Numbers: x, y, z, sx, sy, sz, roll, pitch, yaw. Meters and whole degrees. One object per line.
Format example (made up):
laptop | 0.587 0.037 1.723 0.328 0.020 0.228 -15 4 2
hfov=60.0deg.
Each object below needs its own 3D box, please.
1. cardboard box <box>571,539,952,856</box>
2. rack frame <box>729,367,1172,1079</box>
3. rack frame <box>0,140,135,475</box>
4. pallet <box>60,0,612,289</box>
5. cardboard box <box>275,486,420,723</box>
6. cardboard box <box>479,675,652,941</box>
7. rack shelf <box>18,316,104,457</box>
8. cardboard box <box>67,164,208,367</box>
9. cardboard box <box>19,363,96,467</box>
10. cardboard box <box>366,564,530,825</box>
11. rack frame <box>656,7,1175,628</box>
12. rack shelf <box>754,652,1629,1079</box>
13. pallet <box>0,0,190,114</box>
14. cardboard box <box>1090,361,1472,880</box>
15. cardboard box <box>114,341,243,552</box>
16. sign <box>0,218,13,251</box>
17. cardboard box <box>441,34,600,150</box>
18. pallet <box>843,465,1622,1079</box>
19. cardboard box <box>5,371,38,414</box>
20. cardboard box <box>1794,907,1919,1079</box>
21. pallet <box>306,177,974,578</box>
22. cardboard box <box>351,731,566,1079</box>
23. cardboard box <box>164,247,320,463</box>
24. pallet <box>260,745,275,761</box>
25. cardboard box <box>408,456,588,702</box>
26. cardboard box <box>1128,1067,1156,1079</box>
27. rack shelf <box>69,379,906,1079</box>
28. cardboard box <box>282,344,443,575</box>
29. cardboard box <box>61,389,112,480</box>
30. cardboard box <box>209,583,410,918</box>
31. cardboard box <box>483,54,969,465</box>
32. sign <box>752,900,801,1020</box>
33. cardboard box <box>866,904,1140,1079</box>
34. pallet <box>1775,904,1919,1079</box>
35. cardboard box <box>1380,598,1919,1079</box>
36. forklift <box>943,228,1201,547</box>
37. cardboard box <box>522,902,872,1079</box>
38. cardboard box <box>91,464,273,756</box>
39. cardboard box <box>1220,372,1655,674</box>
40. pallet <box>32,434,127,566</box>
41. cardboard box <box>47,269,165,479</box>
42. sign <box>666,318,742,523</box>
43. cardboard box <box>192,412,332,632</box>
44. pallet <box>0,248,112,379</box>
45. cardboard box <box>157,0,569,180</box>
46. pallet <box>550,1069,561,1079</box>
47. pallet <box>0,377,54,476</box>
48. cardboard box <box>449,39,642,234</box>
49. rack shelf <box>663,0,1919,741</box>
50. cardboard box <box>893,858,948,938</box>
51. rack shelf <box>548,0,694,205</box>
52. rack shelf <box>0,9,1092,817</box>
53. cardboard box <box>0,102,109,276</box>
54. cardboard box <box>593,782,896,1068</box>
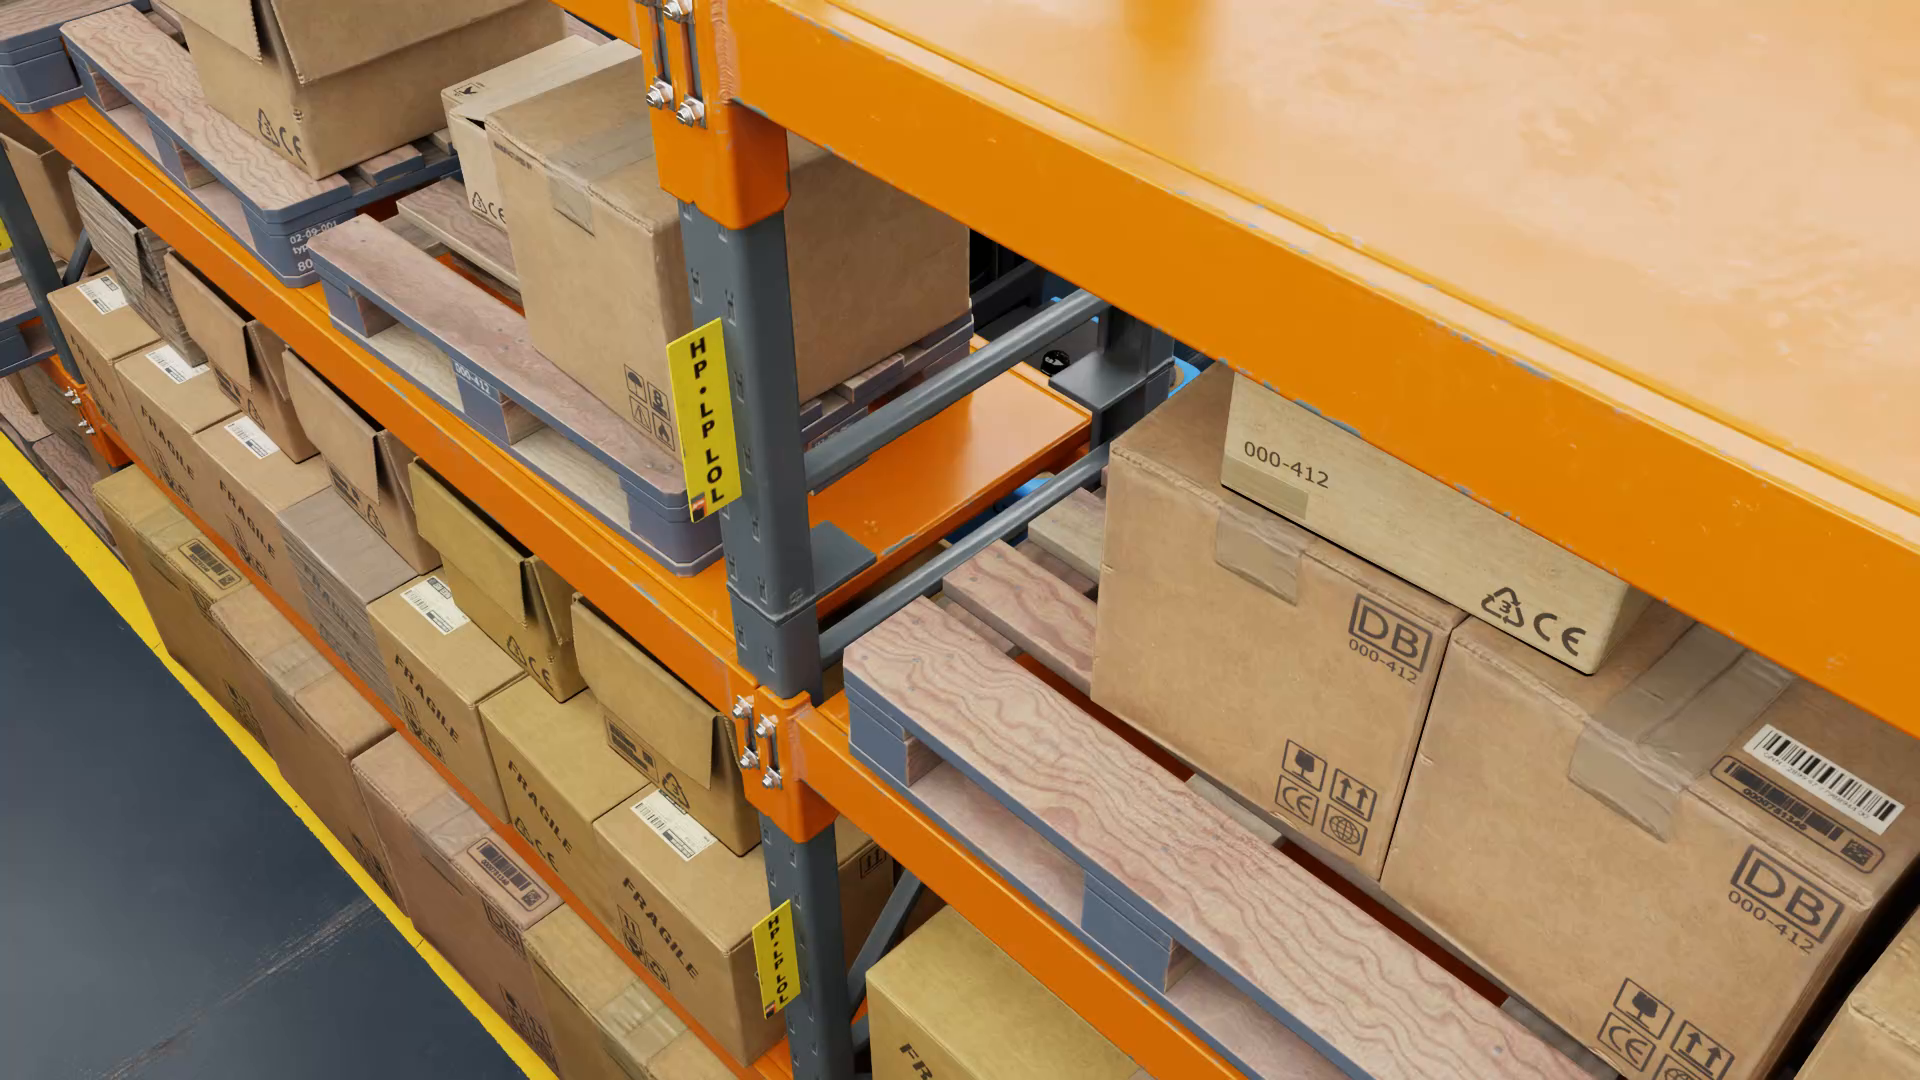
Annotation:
cardboard box | -0.443 0.266 3.939 0.637 0.503 0.797 33 52 30
rack frame | 0.014 0.974 3.986 1.000 3.000 0.127 -34 53 -31
rack frame | -2.811 -0.948 6.066 1.000 3.000 0.127 -34 53 -31
pallet | -1.527 -1.160 4.224 1.003 0.211 1.213 -32 51 -30
cardboard box | -1.579 0.112 4.845 0.500 0.500 0.500 -34 52 -31
cardboard box | -0.855 0.602 4.314 0.500 0.500 0.500 -32 52 -30
rack shelf | -4.224 -1.645 7.350 1.077 0.370 4.000 -34 53 -31
cardboard box | -2.306 -0.994 5.303 0.797 0.503 0.637 -32 52 -30
cardboard box | -3.699 -0.764 7.385 0.500 0.500 0.700 30 50 28
cardboard box | -1.228 0.355 4.582 0.500 0.500 0.500 34 52 31
rack frame | 0.014 -1.229 1.950 1.000 3.000 0.127 -34 53 -31
rack shelf | 1.426 1.098 2.172 1.077 0.370 4.000 -34 53 -31
pallet | -2.319 -1.696 4.804 1.213 0.211 1.003 -32 51 -30
cardboard box | 0.609 -0.008 2.381 0.500 0.500 0.700 31 51 29
cardboard box | -2.295 -0.374 5.371 0.500 0.500 0.500 33 52 30
sign | -3.189 -1.079 5.413 0.100 0.325 0.005 -34 53 -31
cardboard box | -0.932 -0.977 3.762 0.250 0.149 0.380 32 52 30
pallet | 0.584 0.303 2.567 1.003 0.211 1.213 -34 53 -31
cardboard box | -4.104 -1.033 7.676 0.700 0.500 0.500 -30 50 -28
cardboard box | 1.254 0.572 1.754 0.700 0.500 0.500 -32 51 -30
pallet | -0.669 -0.474 3.484 1.217 0.209 0.805 32 52 30
cardboard box | -1.084 0.873 5.351 0.875 0.875 1.225 32 52 30
cardboard box | -1.848 -0.680 4.962 0.797 0.503 0.637 -33 52 -30
pallet | -2.308 0.491 6.563 1.003 0.211 1.213 -34 53 -31
cardboard box | -0.920 -0.069 4.302 0.797 0.503 0.637 -33 52 -31
cardboard box | 0.513 1.238 3.039 0.500 0.500 0.500 -34 53 -31
rack shelf | -1.399 0.277 5.270 1.077 0.370 4.000 -34 53 -31
cardboard box | -1.370 -0.360 4.617 0.797 0.503 0.637 -32 52 -30
cardboard box | -3.298 -0.504 7.103 0.500 0.500 0.700 31 51 29
cardboard box | -1.714 0.452 5.807 1.225 0.875 0.875 -34 52 -31
cardboard box | -0.403 -0.592 3.088 0.700 0.500 0.500 -33 52 -30
sign | -0.364 0.843 3.333 0.100 0.325 0.005 -34 53 -31
cardboard box | 0.171 0.997 3.299 0.500 0.500 0.500 -34 53 -31
pallet | 1.441 0.889 1.933 1.003 0.211 1.213 -34 53 -31
cardboard box | 0.986 0.253 2.099 0.700 0.500 0.500 -31 51 -29
forklift | -0.464 -1.366 6.569 3.031 2.935 1.130 32 51 30
cardboard box | -0.452 1.302 4.887 1.225 0.875 0.875 -34 52 -31
cardboard box | -2.339 0.020 6.275 0.875 0.875 1.225 32 51 30
cardboard box | 0.673 -0.176 2.010 0.500 0.250 0.500 31 51 29
pallet | -3.362 -0.300 7.419 1.003 0.211 1.213 -34 53 -31
cardboard box | -2.661 -0.621 5.638 0.500 0.500 0.500 -33 52 -30
sign | -0.364 -0.168 2.399 0.100 0.325 0.005 -34 53 -31
cardboard box | -1.930 -0.129 5.106 0.500 0.500 0.500 33 52 31
pallet | -3.390 -1.169 6.446 1.213 0.211 1.003 -34 53 -31
cardboard box | -1.353 -1.270 3.819 0.637 0.503 0.797 34 52 31
pallet | -0.585 1.664 5.294 1.003 0.211 1.213 -34 53 -31
pallet | -4.219 -0.886 8.053 1.003 0.211 1.213 -34 53 -31
cardboard box | -0.697 -0.819 3.473 0.500 0.311 0.500 32 52 30
rack shelf | 1.426 0.143 1.290 1.077 0.370 4.000 -34 53 -31
cardboard box | -0.134 0.597 4.321 0.500 0.500 0.500 -34 52 -31
rack shelf | -1.399 -1.779 3.370 1.077 0.370 4.000 -34 53 -31
rack shelf | -1.399 -0.824 4.252 1.077 0.370 4.000 -34 53 -31
cardboard box | -3.221 -1.379 6.149 0.500 0.500 0.500 28 50 27
cardboard box | -0.510 0.844 4.053 0.500 0.500 0.500 -34 52 -31
